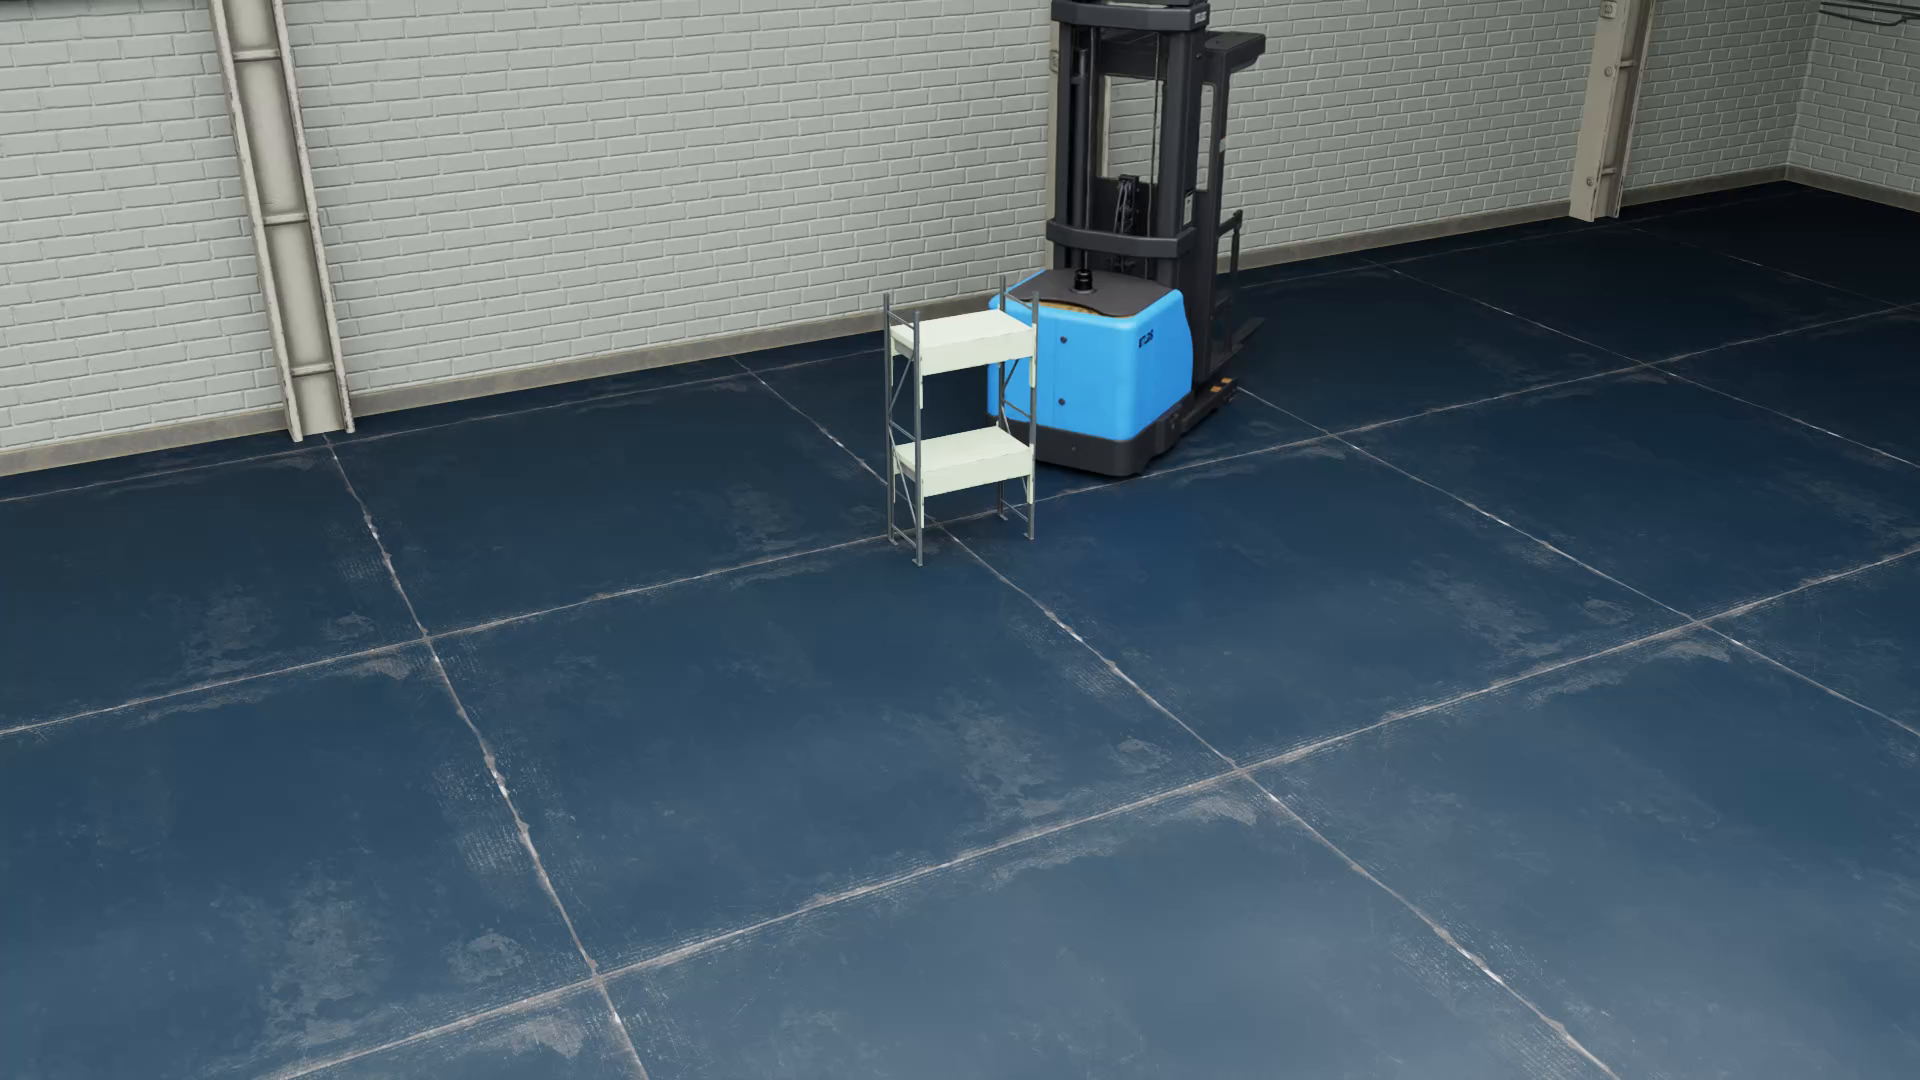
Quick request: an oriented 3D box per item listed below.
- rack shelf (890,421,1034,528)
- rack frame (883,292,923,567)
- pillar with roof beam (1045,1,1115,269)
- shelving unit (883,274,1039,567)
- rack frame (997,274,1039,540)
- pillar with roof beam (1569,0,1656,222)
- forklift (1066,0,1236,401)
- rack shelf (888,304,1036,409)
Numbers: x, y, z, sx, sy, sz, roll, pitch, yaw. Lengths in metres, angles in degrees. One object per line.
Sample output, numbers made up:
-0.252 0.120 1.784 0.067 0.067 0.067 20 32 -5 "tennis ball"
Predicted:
0.006 -0.384 9.569 0.720 0.370 0.431 -13 29 -25 "rack shelf"
-0.317 -0.603 9.273 0.023 1.500 0.400 -13 29 -25 "rack frame"
2.973 -4.388 8.493 0.400 9.000 9.100 -13 29 -25 "pillar with roof beam"
0.006 -0.677 9.428 0.755 1.500 0.431 -13 29 -25 "shelving unit"
0.329 -0.752 9.583 0.023 1.500 0.400 -13 29 -25 "rack frame"
8.267 -5.610 11.038 0.400 9.000 9.100 -13 29 -25 "pillar with roof beam"
1.322 -2.318 11.192 1.121 2.935 3.031 14 29 26 "forklift"
0.006 -1.029 9.259 0.720 0.370 0.431 -13 29 -25 "rack shelf"
